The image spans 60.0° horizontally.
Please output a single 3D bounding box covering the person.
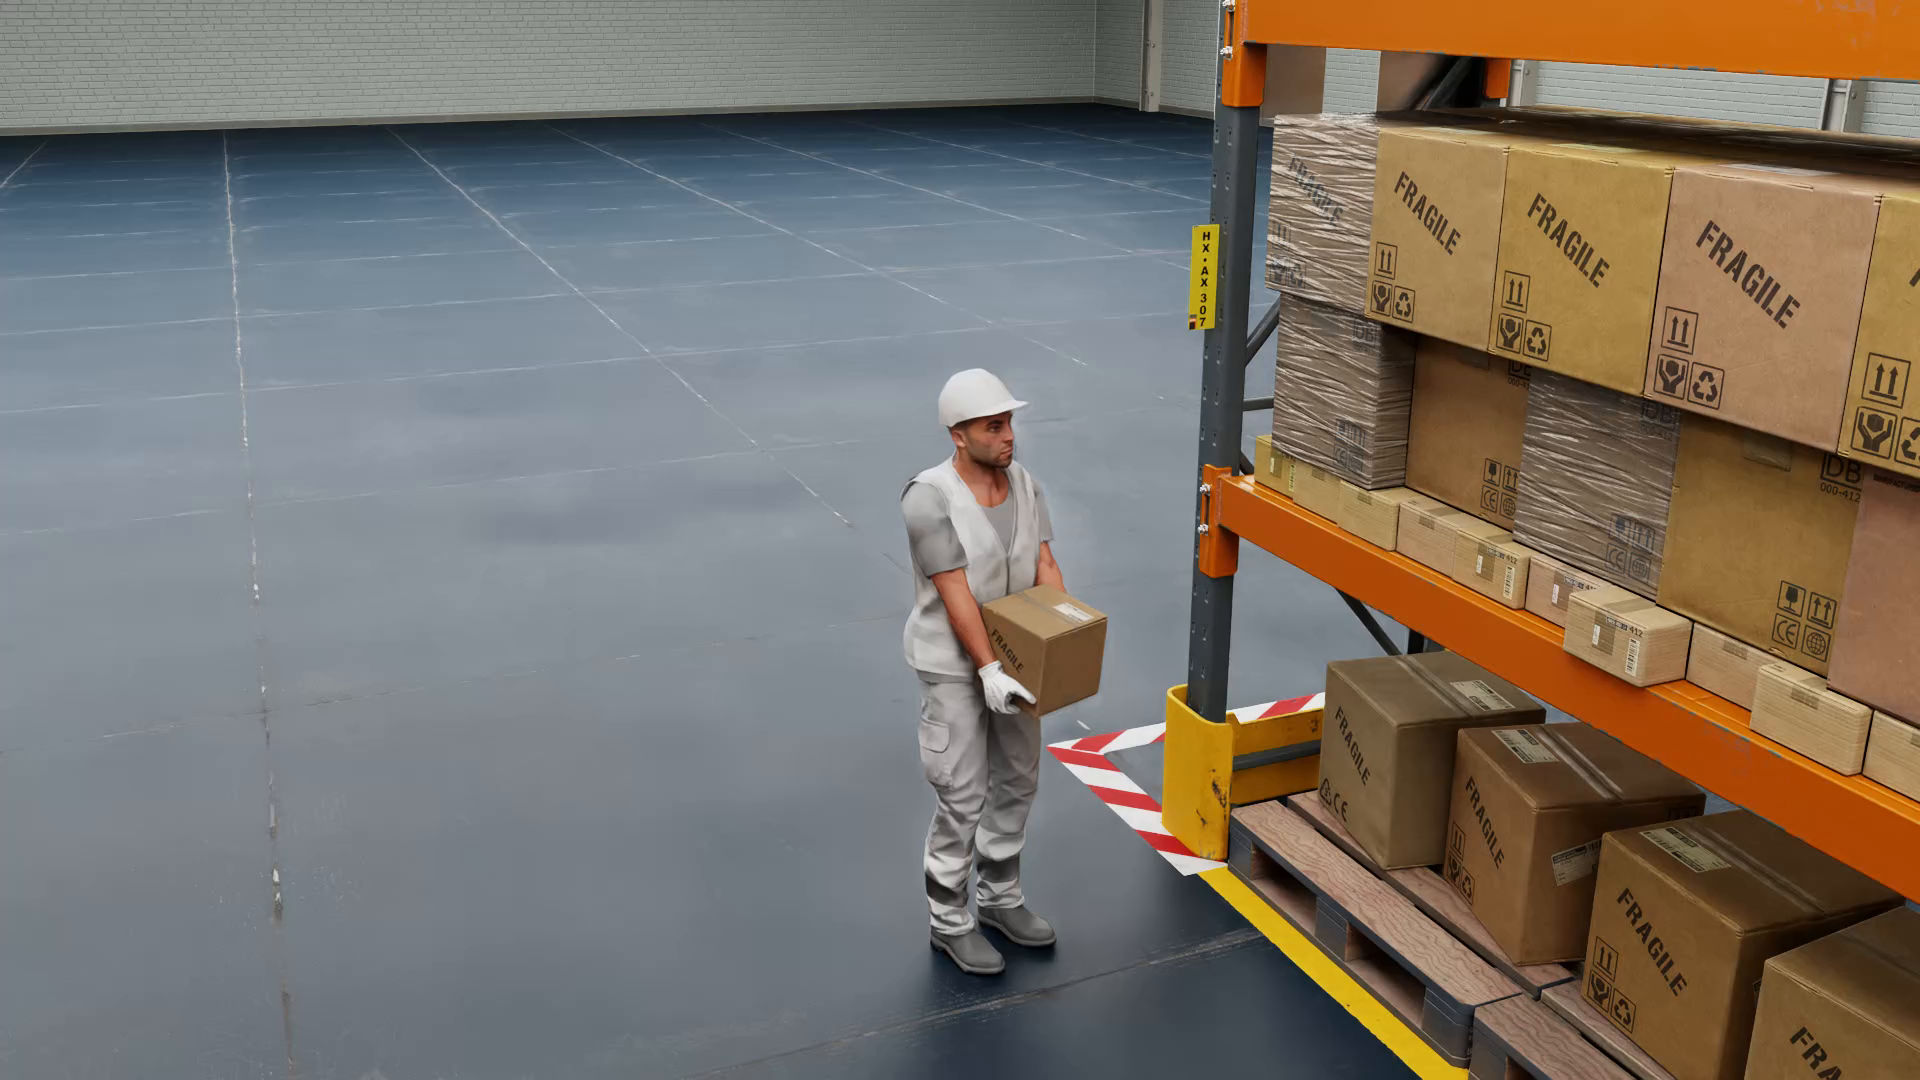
[{"bbox_3d":[0.124,0.398,4.844,0.495,1.787,0.561,-16,25,-40],"label":"person"}]
